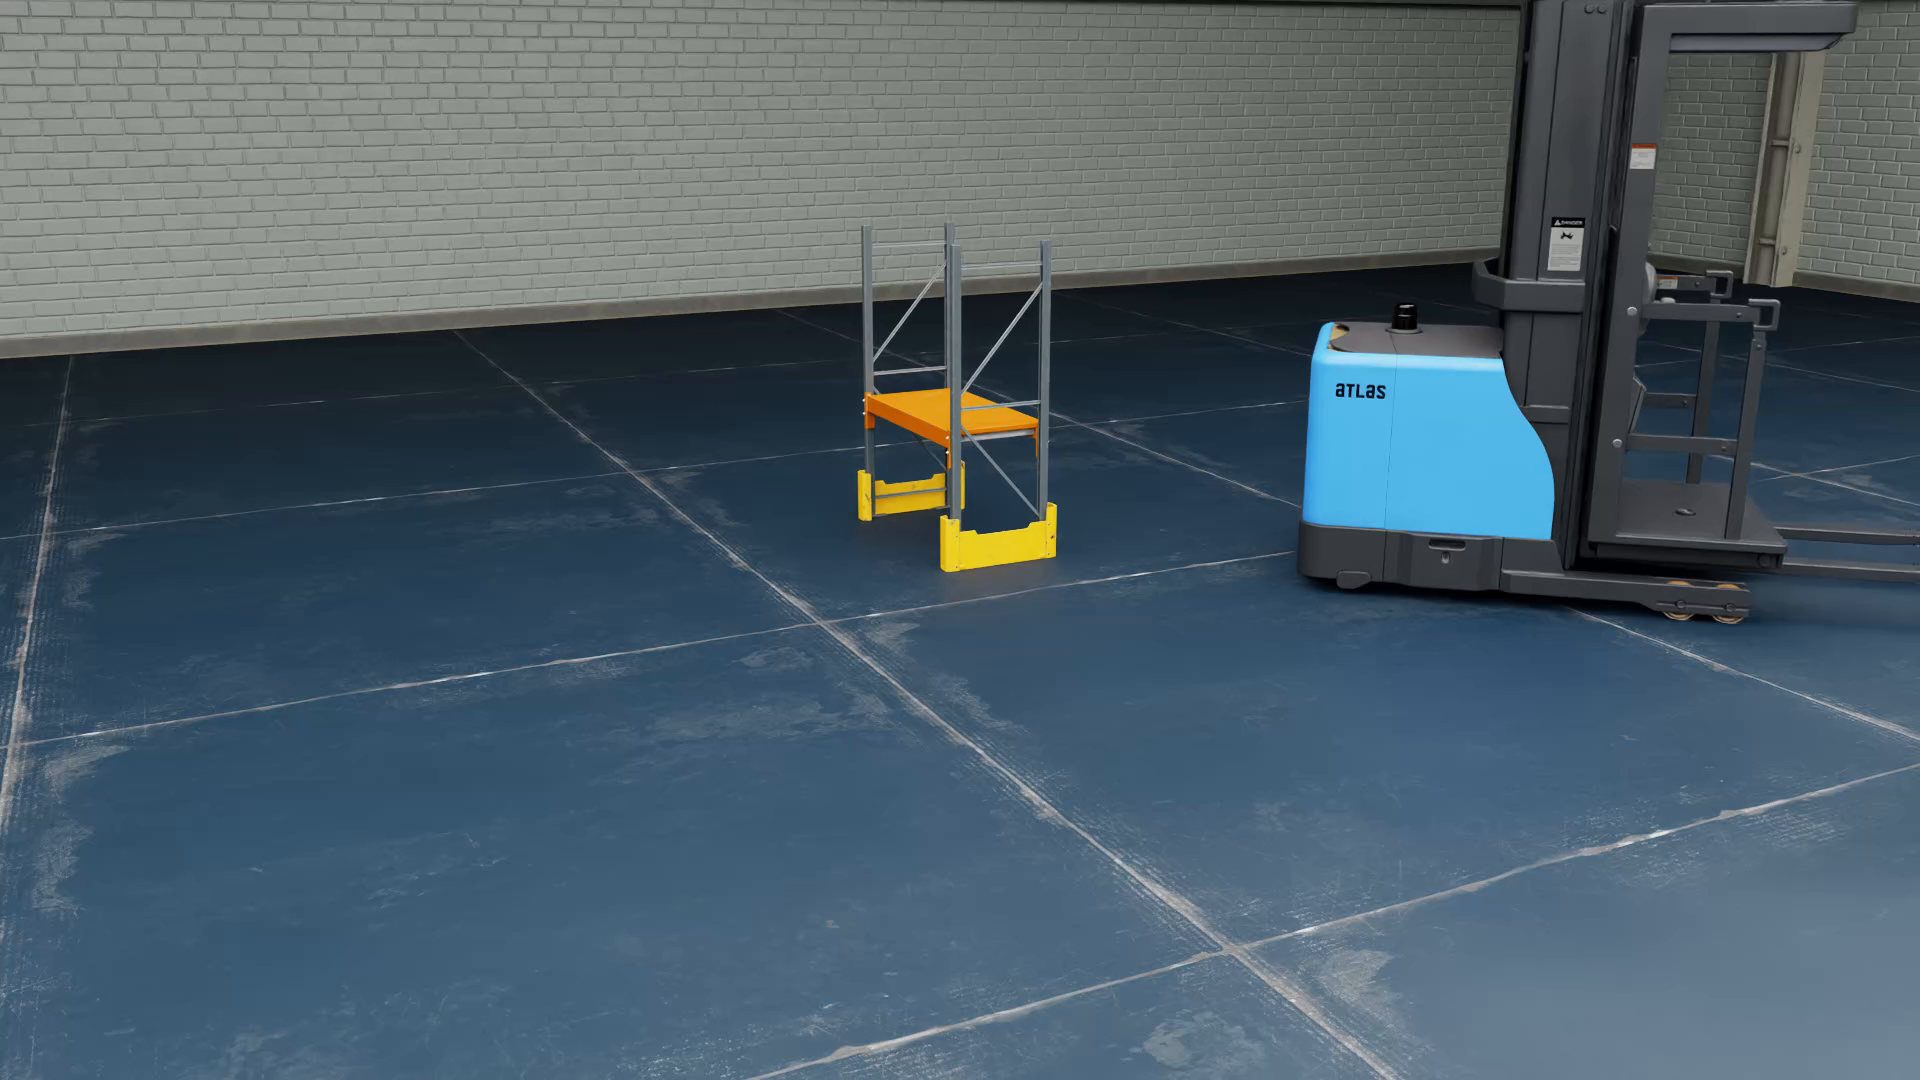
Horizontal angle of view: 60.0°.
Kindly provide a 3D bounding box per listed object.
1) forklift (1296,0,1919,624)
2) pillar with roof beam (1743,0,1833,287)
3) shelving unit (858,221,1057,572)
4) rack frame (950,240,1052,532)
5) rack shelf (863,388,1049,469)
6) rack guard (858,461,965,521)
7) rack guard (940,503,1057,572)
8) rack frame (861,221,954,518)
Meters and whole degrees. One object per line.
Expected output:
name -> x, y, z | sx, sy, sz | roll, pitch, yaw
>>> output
forklift -> 3.095, -1.217, 7.177 | 3.031, 2.935, 1.130 | 4, 16, 14
pillar with roof beam -> 4.760, -6.535, 14.708 | 9.100, 9.000, 0.400 | -8, 18, -25
shelving unit -> -0.033, -0.740, 8.110 | 0.587, 1.500, 1.083 | -8, 18, -25
rack frame -> 0.185, -0.616, 7.678 | 0.500, 1.500, 0.032 | -8, 18, -25
rack shelf -> -0.037, -0.569, 8.167 | 0.538, 0.185, 1.000 | -8, 18, -25
rack guard -> -0.252, -0.263, 8.712 | 0.587, 0.250, 0.087 | -8, 18, -25
rack guard -> 0.185, -0.016, 7.852 | 0.587, 0.250, 0.087 | -8, 18, -25
rack frame -> -0.260, -0.868, 8.557 | 0.500, 1.500, 0.032 | -8, 18, -25
